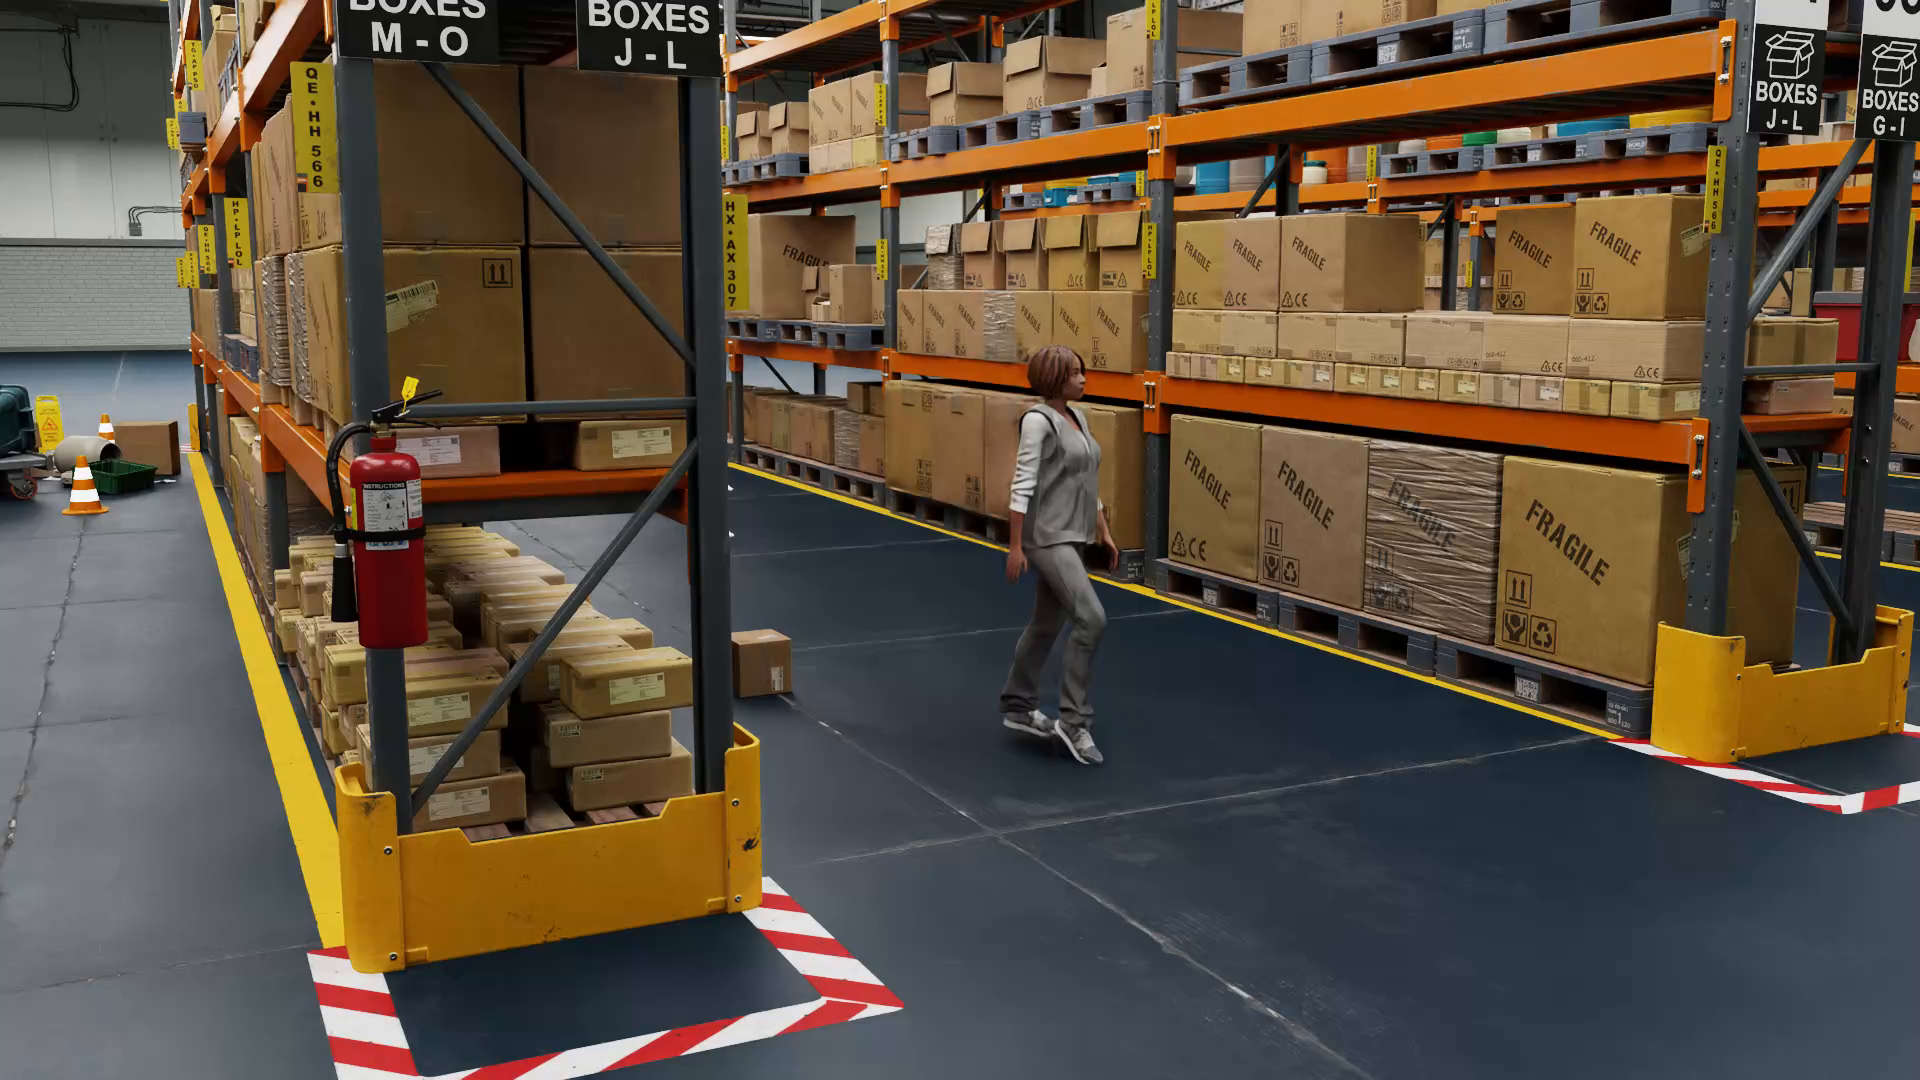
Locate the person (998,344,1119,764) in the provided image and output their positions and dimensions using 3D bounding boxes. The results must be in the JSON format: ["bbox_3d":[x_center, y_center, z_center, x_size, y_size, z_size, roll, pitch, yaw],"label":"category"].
[{"bbox_3d":[0.380,0.049,6.587,0.523,1.645,0.459,4,10,26],"label":"person"}]
